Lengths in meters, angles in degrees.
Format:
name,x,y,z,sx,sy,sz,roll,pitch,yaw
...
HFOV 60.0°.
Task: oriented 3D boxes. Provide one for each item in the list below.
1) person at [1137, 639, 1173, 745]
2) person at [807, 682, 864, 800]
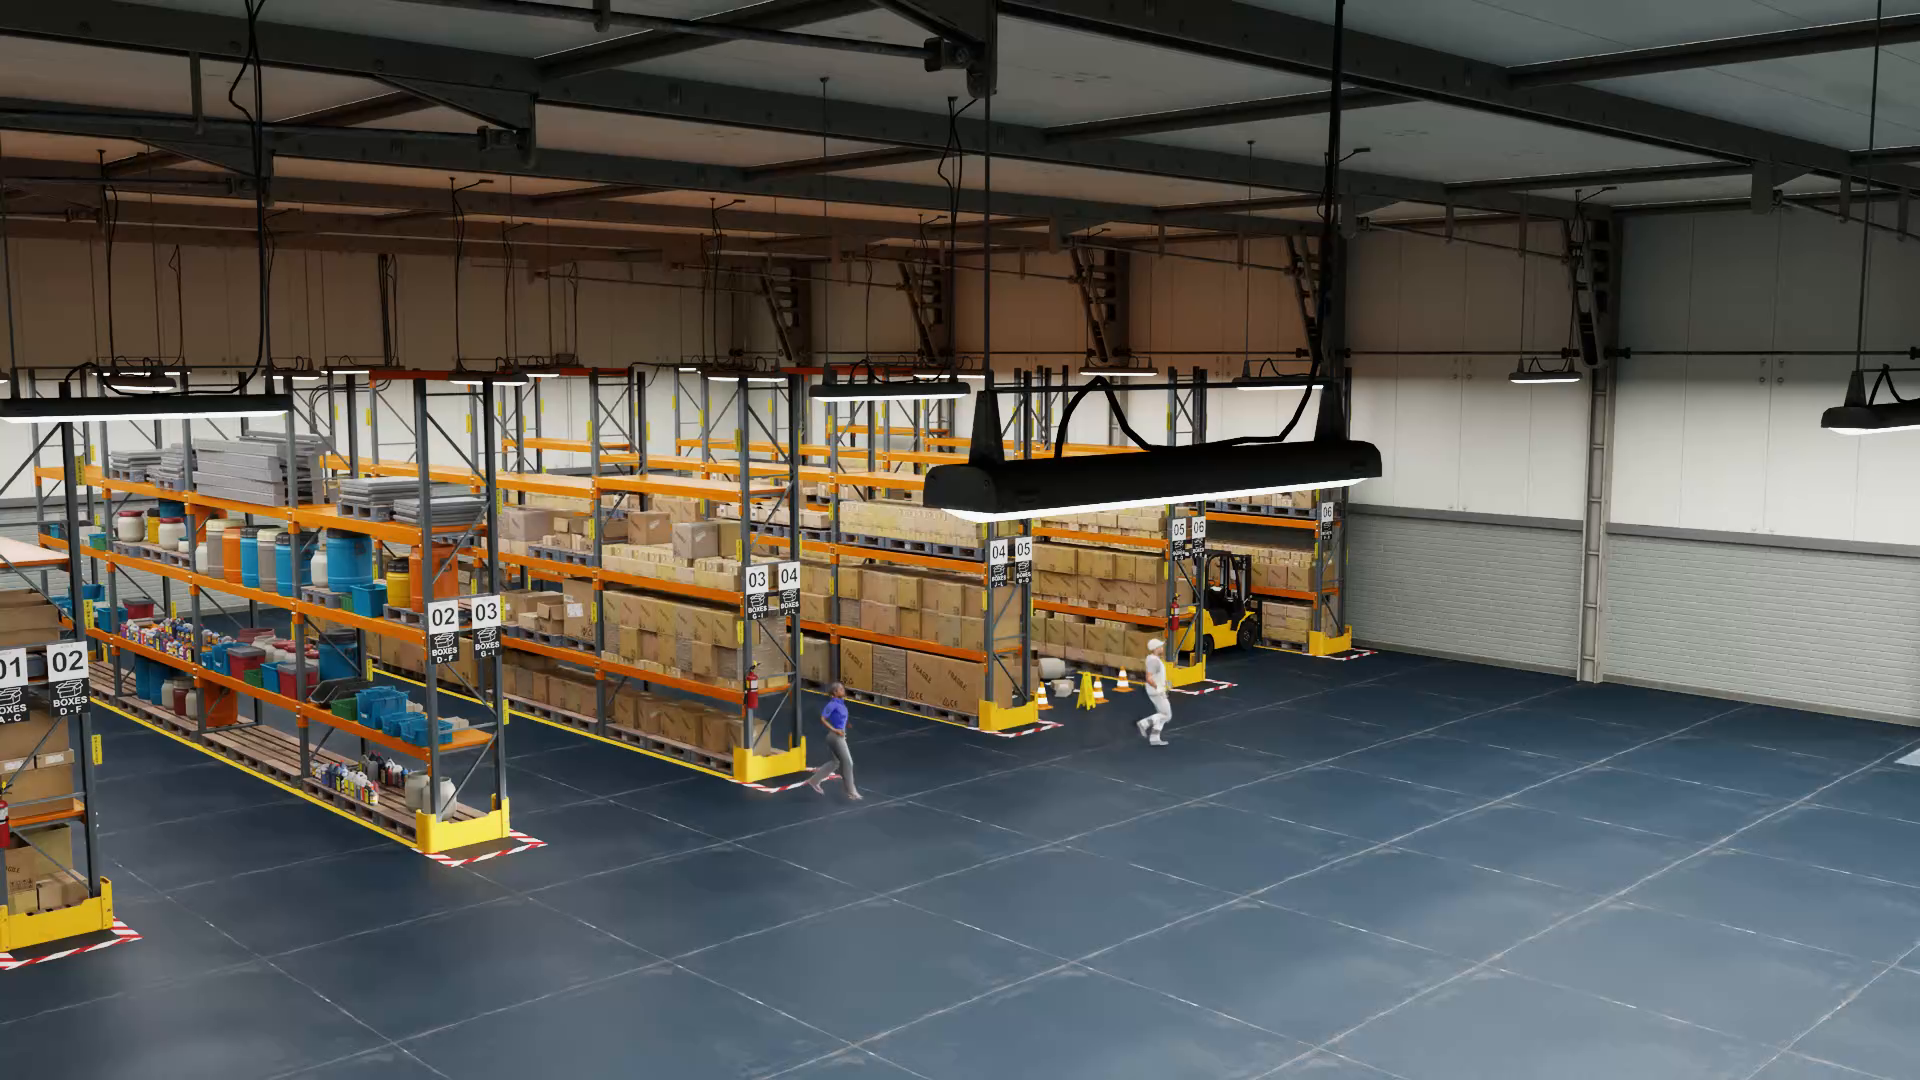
name,x,y,z,sx,sy,sz,roll,pitch,yaw
person,3.142,2.452,26.777,0.601,1.741,0.660,0,6,2
person,-1.769,2.864,23.659,0.819,1.685,0.624,1,6,6
